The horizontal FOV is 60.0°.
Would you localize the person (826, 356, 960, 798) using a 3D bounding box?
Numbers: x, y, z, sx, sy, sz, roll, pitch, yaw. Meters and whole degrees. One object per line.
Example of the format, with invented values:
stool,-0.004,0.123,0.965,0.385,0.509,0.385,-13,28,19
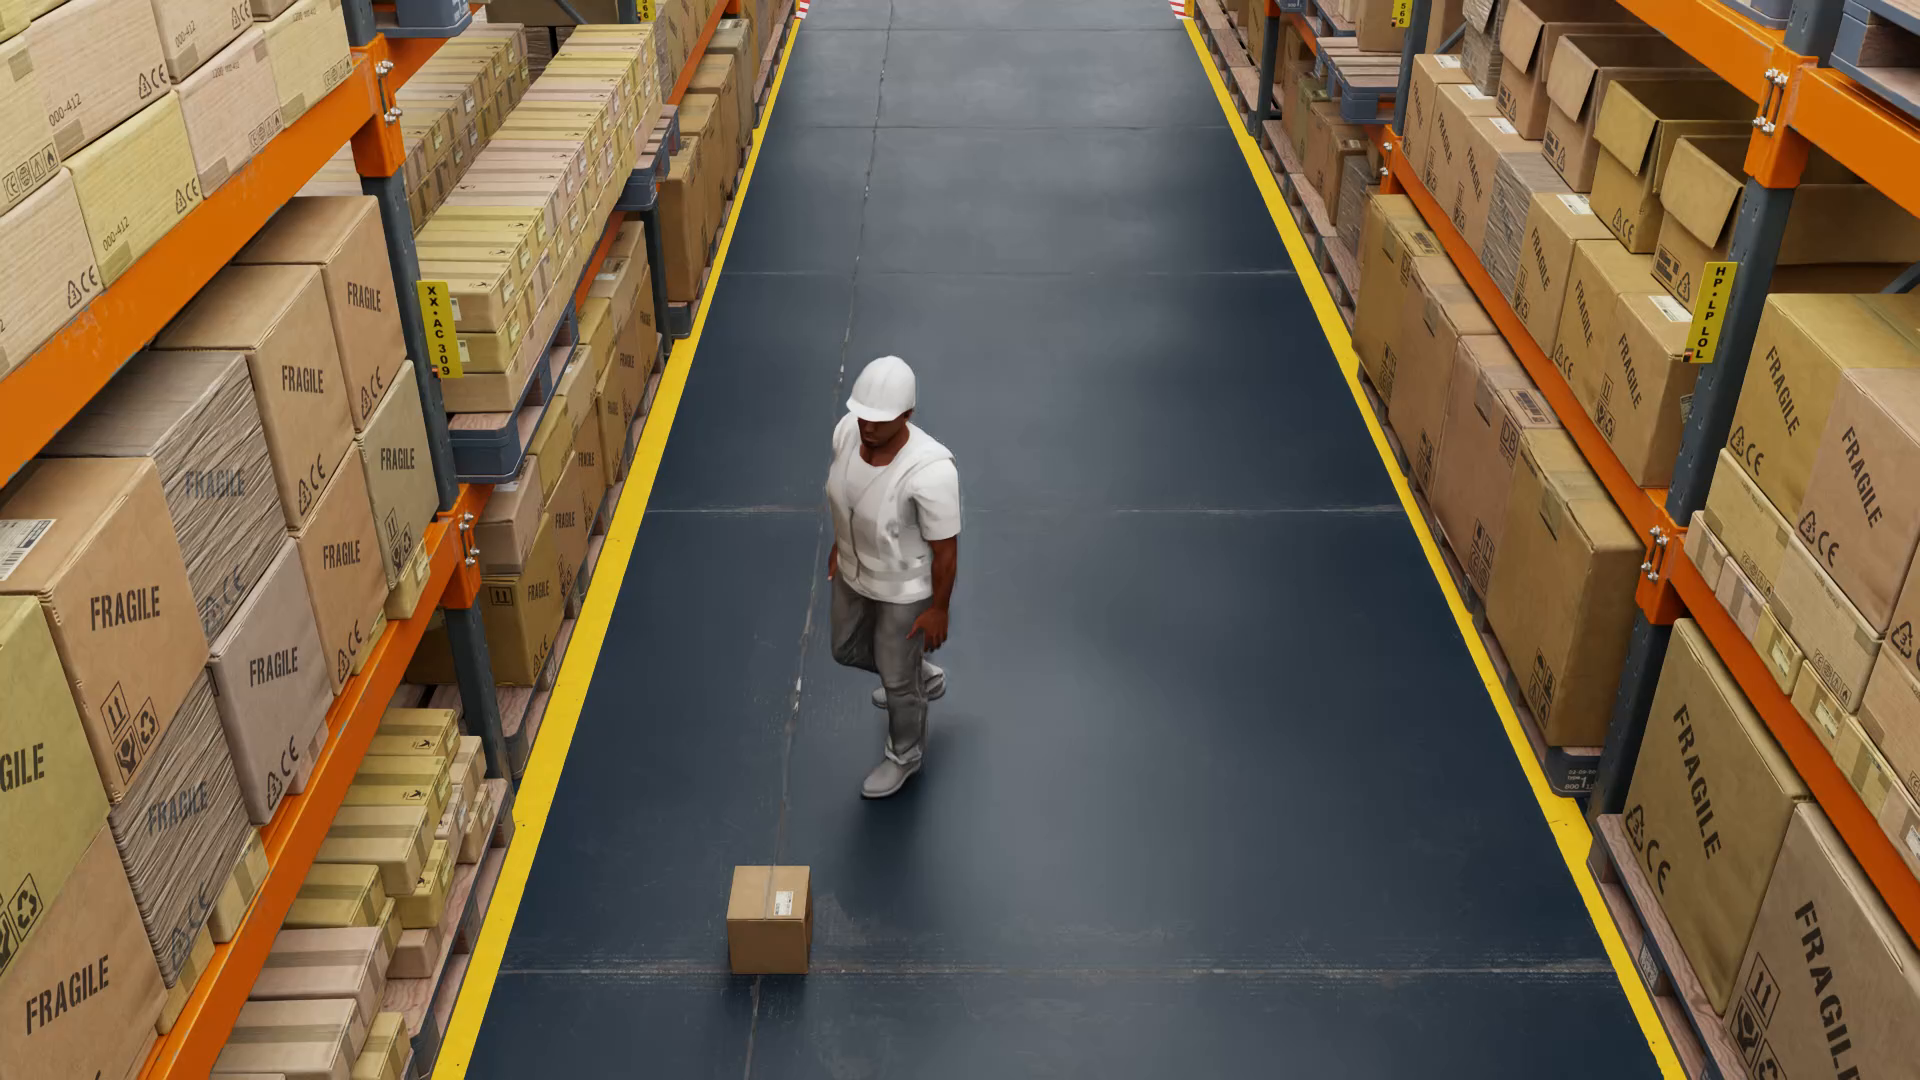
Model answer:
person,-0.198,0.104,5.931,0.579,1.765,0.609,-26,40,-36
